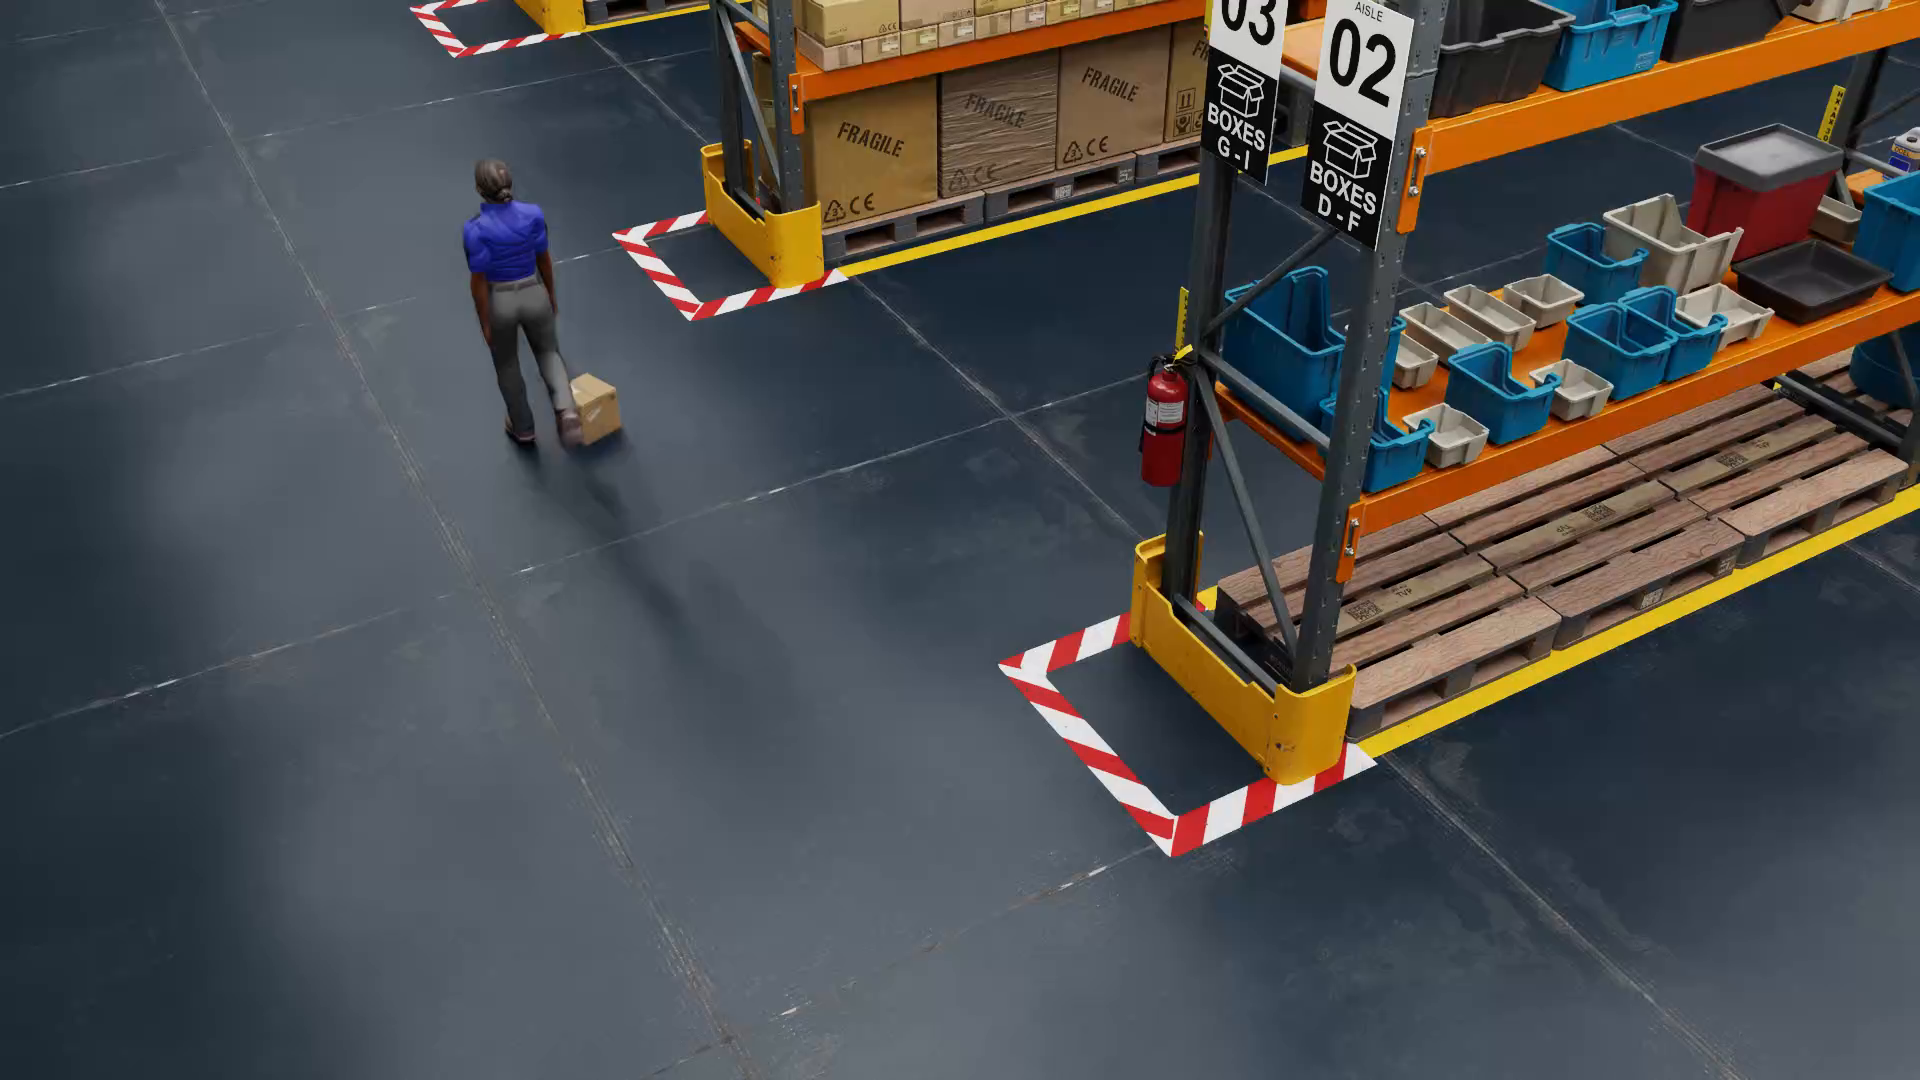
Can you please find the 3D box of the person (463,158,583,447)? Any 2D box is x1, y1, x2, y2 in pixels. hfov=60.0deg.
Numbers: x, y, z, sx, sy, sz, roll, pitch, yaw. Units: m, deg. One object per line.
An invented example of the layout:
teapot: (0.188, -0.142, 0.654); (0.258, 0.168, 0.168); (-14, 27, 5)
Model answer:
person: (-2.240, -1.169, 8.457); (0.447, 1.645, 0.651); (-20, 41, -24)
